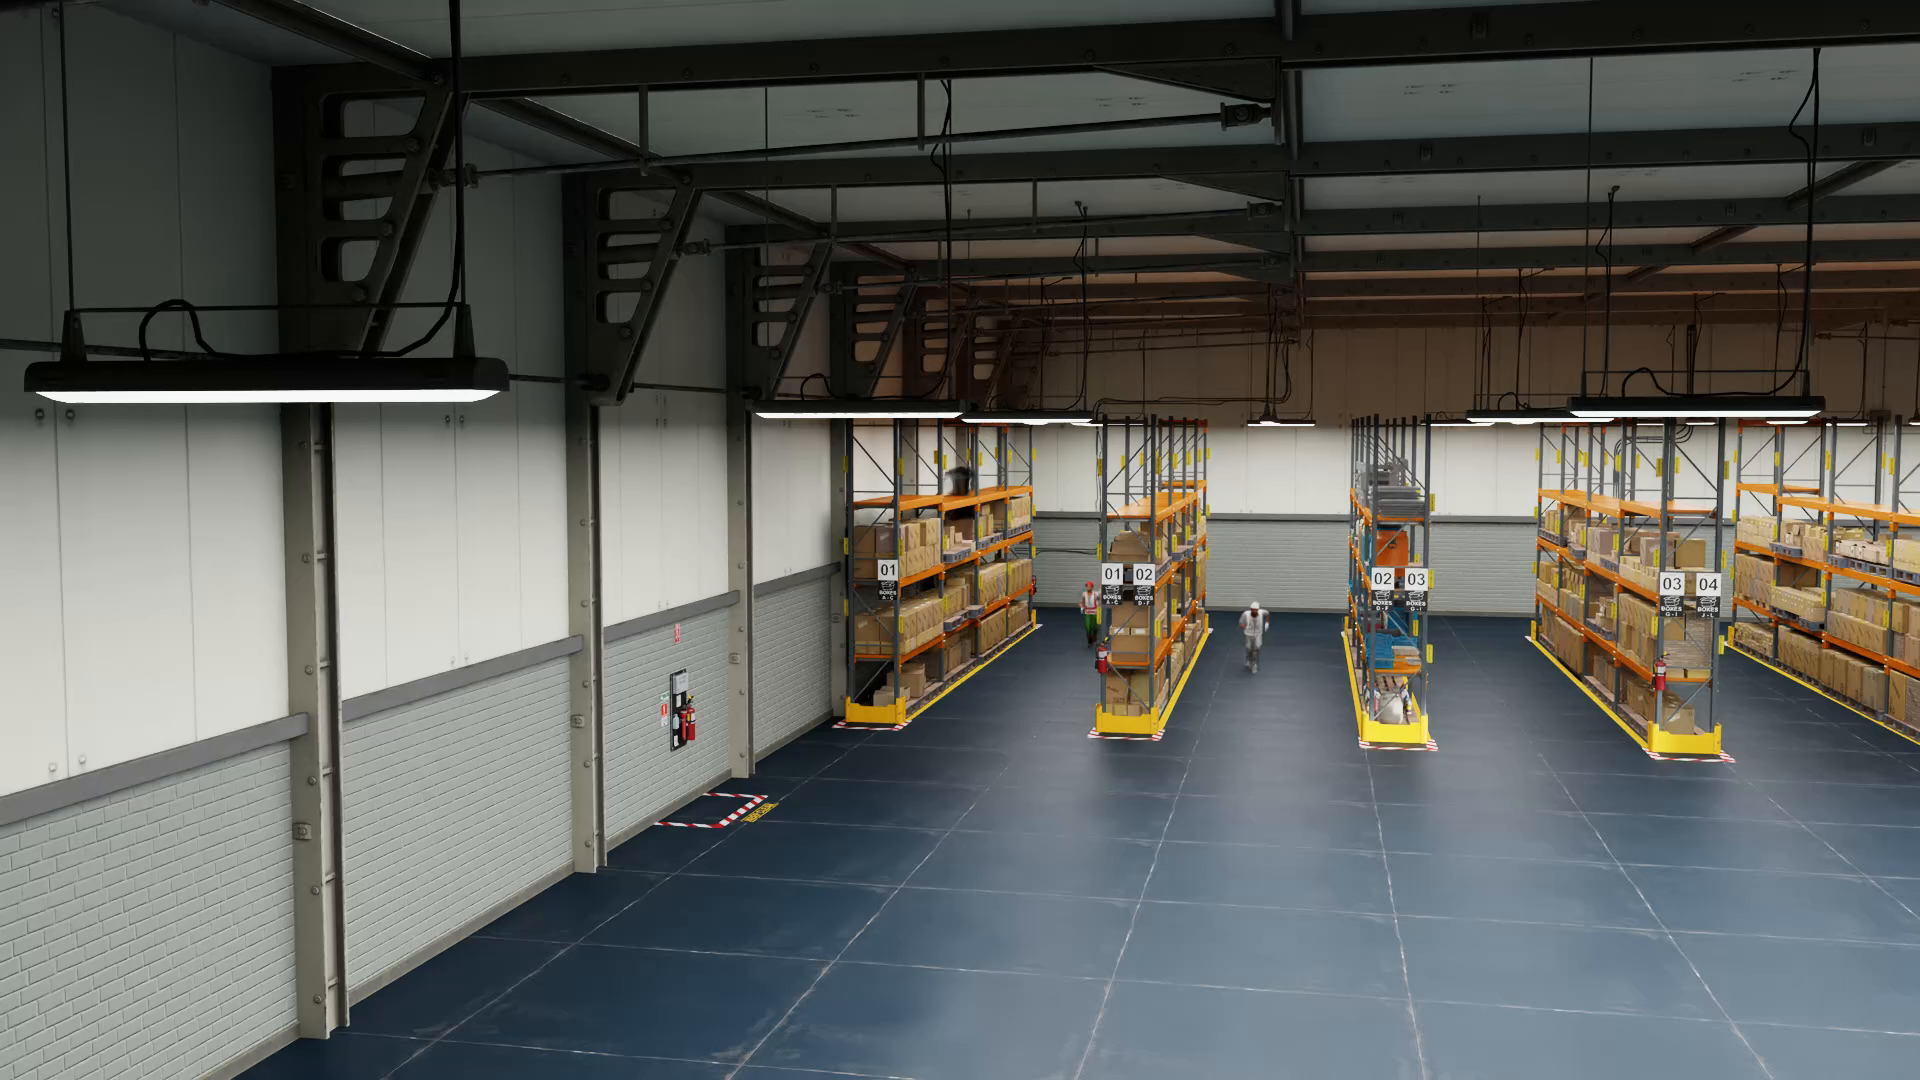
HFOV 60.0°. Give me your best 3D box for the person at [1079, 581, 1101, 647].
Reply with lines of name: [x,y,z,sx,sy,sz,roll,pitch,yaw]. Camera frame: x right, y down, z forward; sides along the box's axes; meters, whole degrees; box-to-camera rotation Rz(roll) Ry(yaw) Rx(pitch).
person: [3.438,1.953,43.592,0.686,1.735,0.655,1,4,19]

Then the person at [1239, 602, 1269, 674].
person: [6.934,2.293,39.315,0.733,1.725,1.017,0,4,1]
